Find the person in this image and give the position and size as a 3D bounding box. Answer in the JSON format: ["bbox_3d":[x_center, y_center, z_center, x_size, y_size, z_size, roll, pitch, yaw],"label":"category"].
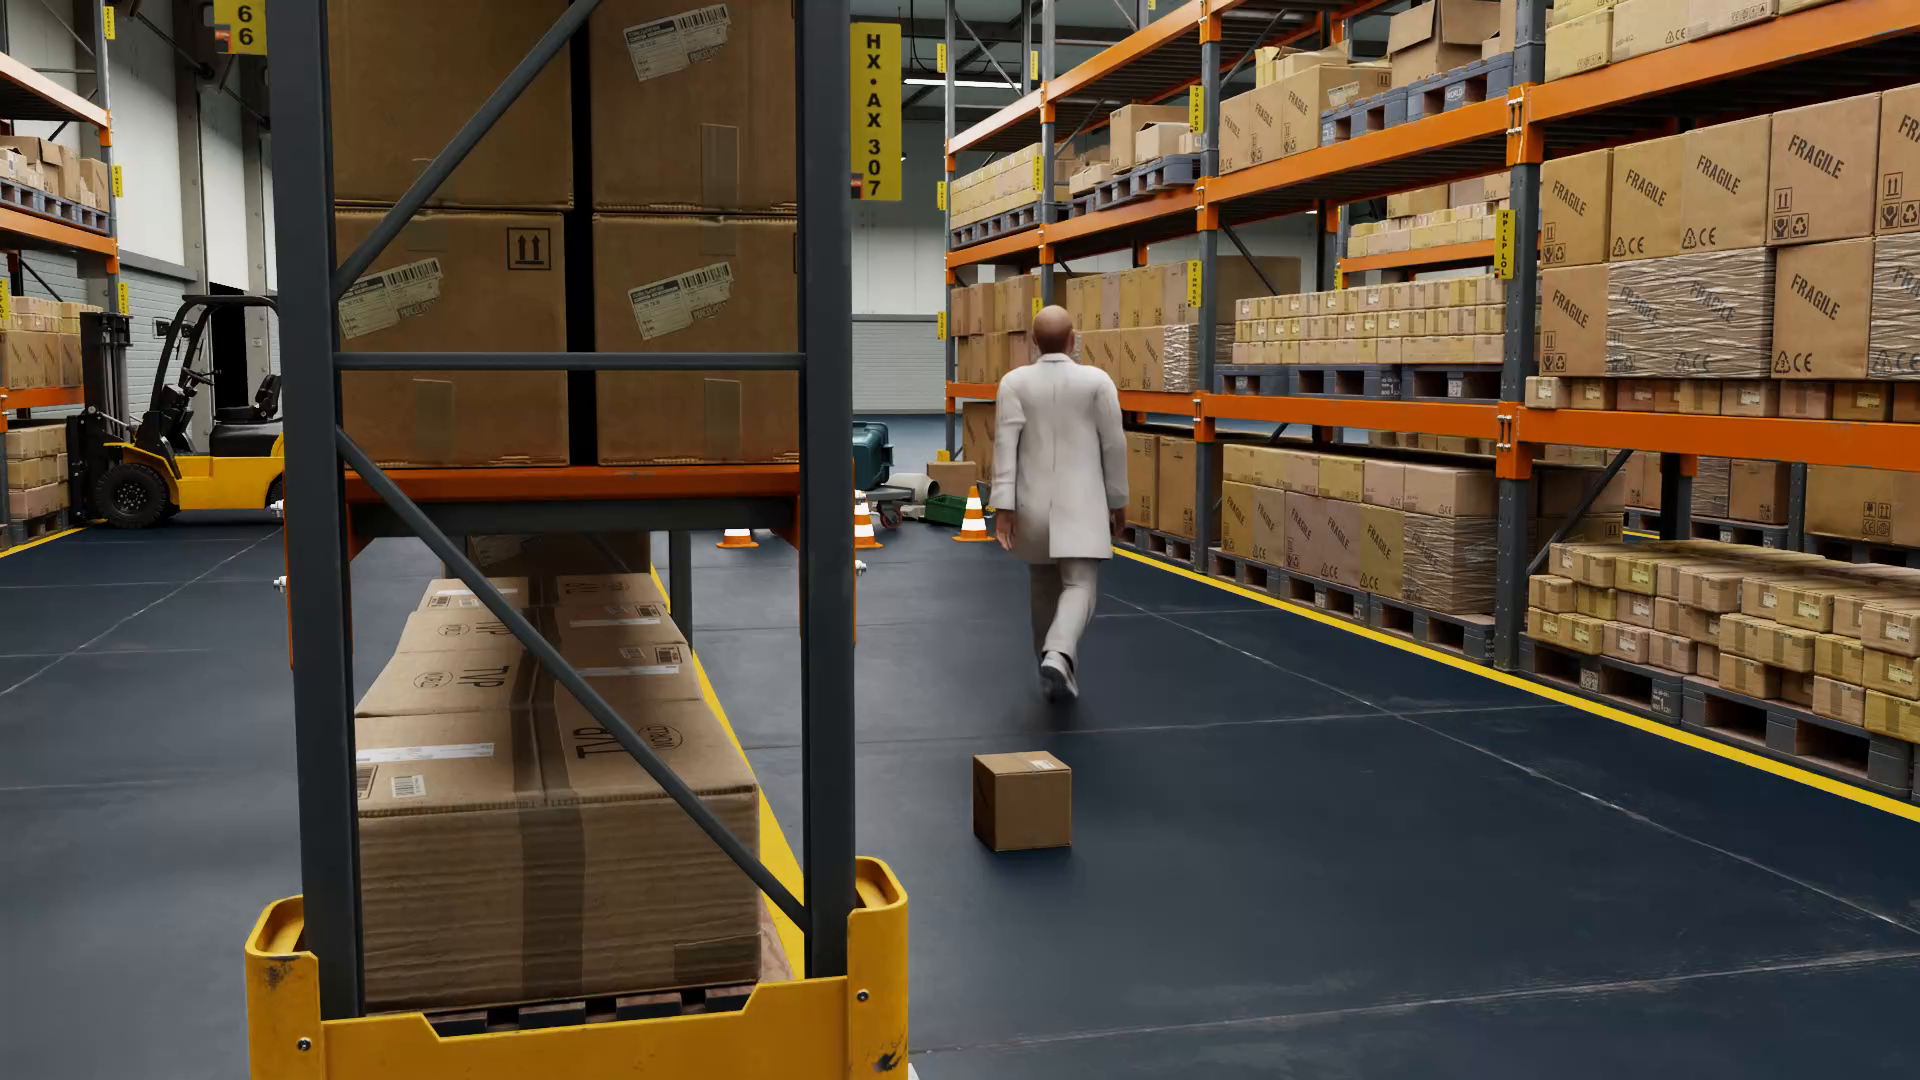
[{"bbox_3d":[0.431,-0.149,7.268,0.593,1.739,1.034,1,6,12],"label":"person"}]
